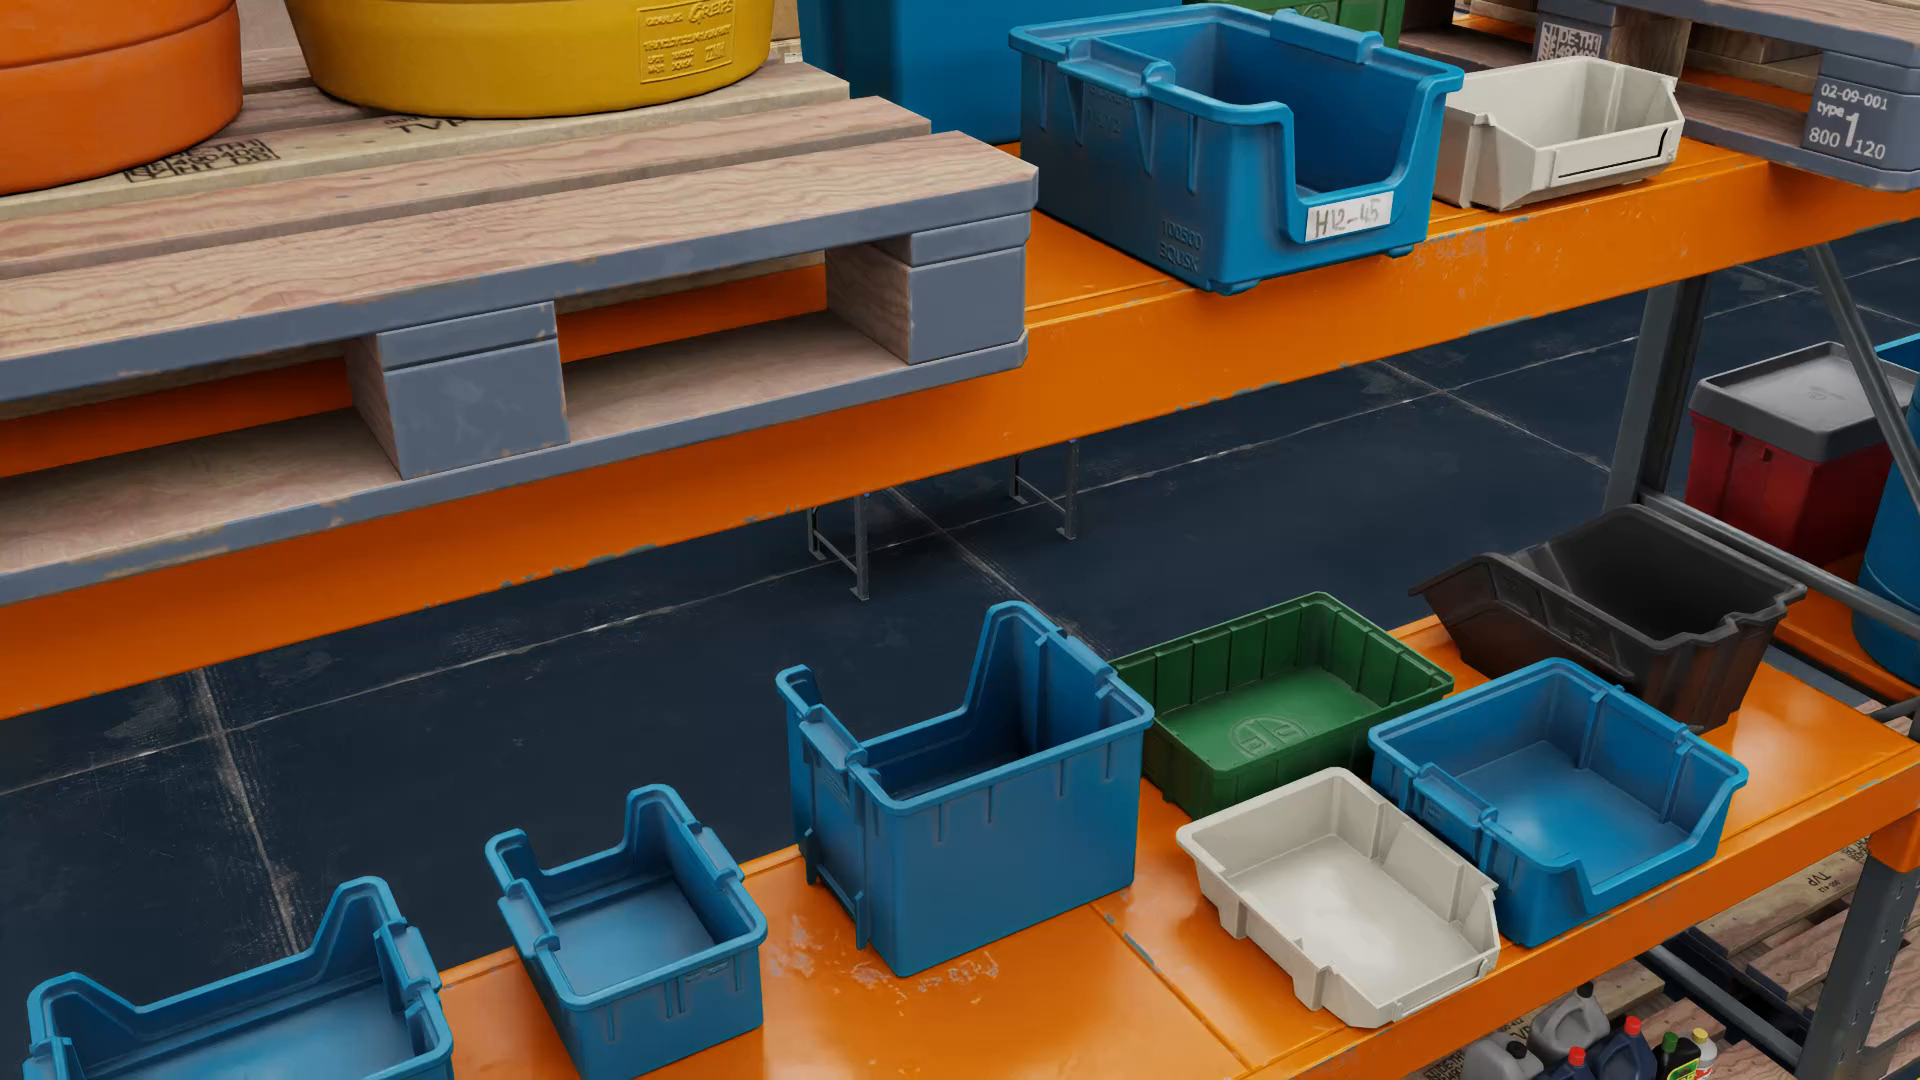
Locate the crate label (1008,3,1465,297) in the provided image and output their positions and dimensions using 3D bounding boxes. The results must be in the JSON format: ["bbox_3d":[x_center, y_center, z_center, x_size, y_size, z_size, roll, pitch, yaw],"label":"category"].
[{"bbox_3d":[0.335,-0.522,2.142,0.408,0.251,0.502,-16,33,-26],"label":"crate label"}]

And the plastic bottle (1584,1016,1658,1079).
[{"bbox_3d":[1.593,1.312,4.054,0.185,0.351,0.144,-17,33,-28],"label":"plastic bottle"}]

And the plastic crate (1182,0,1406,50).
[{"bbox_3d":[0.504,-0.881,2.856,0.450,0.188,0.336,-16,33,-26],"label":"plastic crate"}]

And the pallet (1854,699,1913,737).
[{"bbox_3d":[3.713,0.779,5.620,1.213,0.211,1.003,-16,33,-26],"label":"pallet"}]

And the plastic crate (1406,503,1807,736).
[{"bbox_3d":[1.487,0.169,3.903,0.504,0.338,0.767,-16,33,-26],"label":"plastic crate"}]

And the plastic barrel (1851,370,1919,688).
[{"bbox_3d":[2.489,-0.121,3.845,0.708,0.901,0.600,-16,33,-26],"label":"plastic barrel"}]

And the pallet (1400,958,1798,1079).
[{"bbox_3d":[1.402,1.435,4.431,1.213,0.211,1.003,-16,33,-26],"label":"pallet"}]

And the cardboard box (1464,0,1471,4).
[{"bbox_3d":[3.431,-3.405,9.778,0.700,0.500,0.500,22,36,34],"label":"cardboard box"}]

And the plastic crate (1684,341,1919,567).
[{"bbox_3d":[2.265,-0.207,4.454,0.583,0.464,0.402,-16,33,-26],"label":"plastic crate"}]

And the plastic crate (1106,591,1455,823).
[{"bbox_3d":[0.689,0.375,3.686,0.662,0.188,0.450,-16,33,-26],"label":"plastic crate"}]

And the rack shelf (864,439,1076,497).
[{"bbox_3d":[-0.074,-0.478,6.937,1.000,0.185,0.538,-16,33,-26],"label":"rack shelf"}]

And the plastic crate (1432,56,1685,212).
[{"bbox_3d":[0.824,-0.569,2.346,0.396,0.136,0.243,-16,33,-26],"label":"plastic crate"}]

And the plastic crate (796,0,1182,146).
[{"bbox_3d":[0.045,-0.852,2.602,0.575,0.384,0.392,-16,33,-26],"label":"plastic crate"}]

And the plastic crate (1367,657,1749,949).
[{"bbox_3d":[1.186,0.516,3.364,0.616,0.251,0.499,-16,33,-26],"label":"plastic crate"}]

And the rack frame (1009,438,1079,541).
[{"bbox_3d":[0.365,-0.760,7.075,0.032,1.500,0.500,-16,33,-26],"label":"rack frame"}]

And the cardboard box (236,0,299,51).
[{"bbox_3d":[-2.613,-2.007,6.335,0.500,0.500,0.700,-16,33,-26],"label":"cardboard box"}]

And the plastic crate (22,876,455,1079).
[{"bbox_3d":[-1.166,0.864,2.733,0.616,0.251,0.499,-16,33,-26],"label":"plastic crate"}]

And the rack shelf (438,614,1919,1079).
[{"bbox_3d":[0.278,0.872,3.311,4.000,0.370,1.077,-16,33,-26],"label":"rack shelf"}]

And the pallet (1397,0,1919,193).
[{"bbox_3d":[1.430,-0.946,2.951,1.003,0.211,1.213,-16,33,-26],"label":"pallet"}]

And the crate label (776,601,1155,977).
[{"bbox_3d":[0.004,0.468,3.262,0.616,0.435,0.502,-16,33,-26],"label":"crate label"}]

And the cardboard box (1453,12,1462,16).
[{"bbox_3d":[2.609,-2.867,9.432,0.500,0.311,0.500,-14,32,-23],"label":"cardboard box"}]

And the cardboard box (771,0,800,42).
[{"bbox_3d":[-0.883,-2.498,7.225,0.500,0.500,0.700,-16,33,-26],"label":"cardboard box"}]

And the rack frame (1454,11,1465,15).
[{"bbox_3d":[2.945,-2.976,9.539,0.127,3.000,1.000,-16,33,-26],"label":"rack frame"}]

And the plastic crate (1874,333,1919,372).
[{"bbox_3d":[2.796,-0.325,4.752,0.575,0.384,0.392,-16,33,-26],"label":"plastic crate"}]

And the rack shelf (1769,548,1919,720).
[{"bbox_3d":[3.727,-0.107,5.085,4.000,0.370,1.077,-16,33,-26],"label":"rack shelf"}]

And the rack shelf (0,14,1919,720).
[{"bbox_3d":[0.278,-0.442,2.586,4.000,0.370,1.077,-16,33,-26],"label":"rack shelf"}]

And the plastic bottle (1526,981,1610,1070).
[{"bbox_3d":[1.520,1.252,4.163,0.185,0.351,0.144,-16,33,-26],"label":"plastic bottle"}]

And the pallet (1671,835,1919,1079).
[{"bbox_3d":[2.660,1.080,5.075,1.213,0.211,1.003,-16,33,-26],"label":"pallet"}]

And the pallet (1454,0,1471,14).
[{"bbox_3d":[3.494,-3.088,9.939,1.003,0.211,1.213,-16,33,-26],"label":"pallet"}]

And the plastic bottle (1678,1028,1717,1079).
[{"bbox_3d":[1.848,1.318,4.198,0.097,0.201,0.097,0,29,0],"label":"plastic bottle"}]

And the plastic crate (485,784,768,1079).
[{"bbox_3d":[-0.603,0.708,3.017,0.408,0.251,0.499,-16,33,-26],"label":"plastic crate"}]

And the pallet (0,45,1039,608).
[{"bbox_3d":[-0.683,-0.346,1.864,1.213,0.211,1.003,-16,33,-26],"label":"pallet"}]

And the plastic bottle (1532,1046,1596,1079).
[{"bbox_3d":[1.428,1.359,3.969,0.185,0.351,0.144,-18,33,-29],"label":"plastic bottle"}]

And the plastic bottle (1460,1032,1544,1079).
[{"bbox_3d":[1.331,1.336,4.088,0.135,0.276,0.152,-16,33,-26],"label":"plastic bottle"}]

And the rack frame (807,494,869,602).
[{"bbox_3d":[-0.512,-0.511,6.624,0.032,1.500,0.500,-16,33,-26],"label":"rack frame"}]

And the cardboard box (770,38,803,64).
[{"bbox_3d":[-0.844,-2.110,7.193,0.250,0.149,0.380,-17,33,-27],"label":"cardboard box"}]

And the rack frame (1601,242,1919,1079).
[{"bbox_3d":[2.003,0.067,4.024,0.127,3.000,1.000,-16,33,-26],"label":"rack frame"}]

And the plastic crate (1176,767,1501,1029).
[{"bbox_3d":[0.731,0.686,3.176,0.437,0.136,0.530,-16,33,-26],"label":"plastic crate"}]

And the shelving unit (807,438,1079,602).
[{"bbox_3d":[-0.074,-0.636,6.850,1.048,1.500,0.538,-16,33,-26],"label":"shelving unit"}]

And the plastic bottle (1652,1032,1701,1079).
[{"bbox_3d":[1.755,1.319,4.112,0.133,0.283,0.061,-14,32,-24],"label":"plastic bottle"}]

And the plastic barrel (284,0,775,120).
[{"bbox_3d":[-0.528,-0.865,1.980,0.600,0.588,0.600,0,29,0],"label":"plastic barrel"}]

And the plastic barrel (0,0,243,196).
[{"bbox_3d":[-1.091,-0.811,1.631,0.708,0.830,0.600,-16,33,-26],"label":"plastic barrel"}]
